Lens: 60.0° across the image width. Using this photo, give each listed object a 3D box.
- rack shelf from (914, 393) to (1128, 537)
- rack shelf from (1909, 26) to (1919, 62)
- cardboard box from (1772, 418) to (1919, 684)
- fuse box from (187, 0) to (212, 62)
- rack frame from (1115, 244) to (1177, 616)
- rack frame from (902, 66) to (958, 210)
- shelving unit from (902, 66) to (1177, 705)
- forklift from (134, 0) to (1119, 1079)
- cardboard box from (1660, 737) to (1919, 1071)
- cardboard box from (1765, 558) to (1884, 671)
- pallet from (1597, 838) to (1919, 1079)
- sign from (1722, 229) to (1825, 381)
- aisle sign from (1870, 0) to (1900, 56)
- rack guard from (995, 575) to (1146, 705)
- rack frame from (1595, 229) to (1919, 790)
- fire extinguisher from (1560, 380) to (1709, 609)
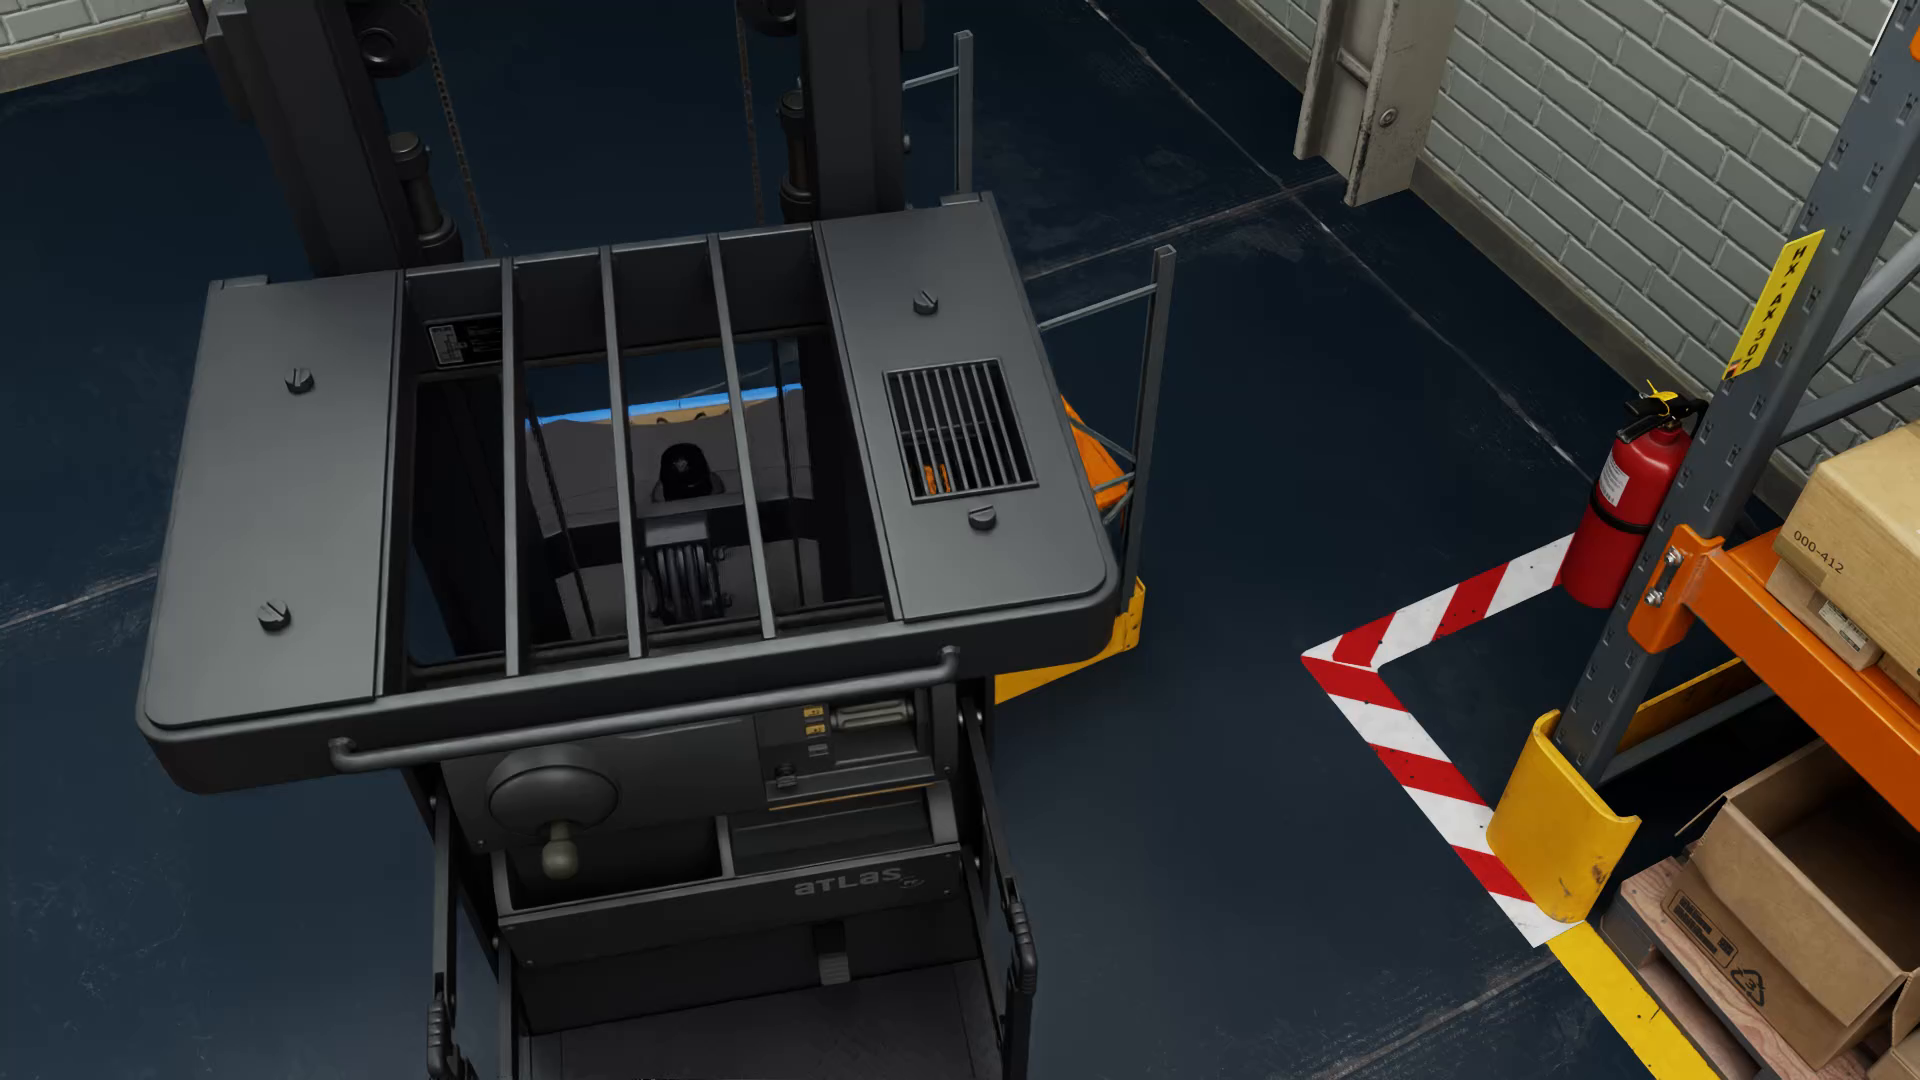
[{"bbox_3d":[0.039,-0.318,4.771,0.538,0.185,1.000,-21,52,-18],"label":"rack shelf"},{"bbox_3d":[2.891,0.258,1.516,1.077,0.370,4.000,-21,52,-18],"label":"rack shelf"},{"bbox_3d":[1.944,0.018,3.143,0.500,0.250,0.500,-21,52,-17],"label":"cardboard box"},{"bbox_3d":[-3.102,-2.585,6.374,0.539,1.711,0.414,-21,52,-18],"label":"fuse box"},{"bbox_3d":[0.272,-0.096,4.338,0.500,1.500,0.032,-21,52,-18],"label":"rack frame"},{"bbox_3d":[-0.192,-0.777,4.934,0.475,1.308,0.013,-21,52,-18],"label":"rack frame"},{"bbox_3d":[0.035,-0.443,4.641,0.587,1.500,1.083,-21,52,-18],"label":"shelving unit"},{"bbox_3d":[-0.427,0.477,2.886,1.130,2.935,3.031,-8,49,-7],"label":"forklift"},{"bbox_3d":[2.172,0.796,3.940,0.797,0.503,0.637,-23,53,-19],"label":"cardboard box"},{"bbox_3d":[1.883,0.068,3.365,0.380,0.149,0.250,-22,52,-18],"label":"cardboard box"},{"bbox_3d":[2.377,1.173,4.084,1.003,0.211,1.213,-21,52,-18],"label":"pallet"},{"bbox_3d":[1.494,-0.428,3.056,0.100,0.325,0.005,-21,52,-18],"label":"sign"},{"bbox_3d":[1.684,-1.130,2.518,0.394,0.787,0.004,-21,52,-18],"label":"aisle sign"},{"bbox_3d":[0.263,0.302,4.820,0.587,0.250,0.087,-21,52,-18],"label":"rack guard"},{"bbox_3d":[1.973,-0.328,3.544,0.949,2.616,0.053,-21,52,-18],"label":"rack frame"},{"bbox_3d":[1.498,-0.121,3.662,0.296,0.674,0.183,-21,52,-18],"label":"fire extinguisher"}]
